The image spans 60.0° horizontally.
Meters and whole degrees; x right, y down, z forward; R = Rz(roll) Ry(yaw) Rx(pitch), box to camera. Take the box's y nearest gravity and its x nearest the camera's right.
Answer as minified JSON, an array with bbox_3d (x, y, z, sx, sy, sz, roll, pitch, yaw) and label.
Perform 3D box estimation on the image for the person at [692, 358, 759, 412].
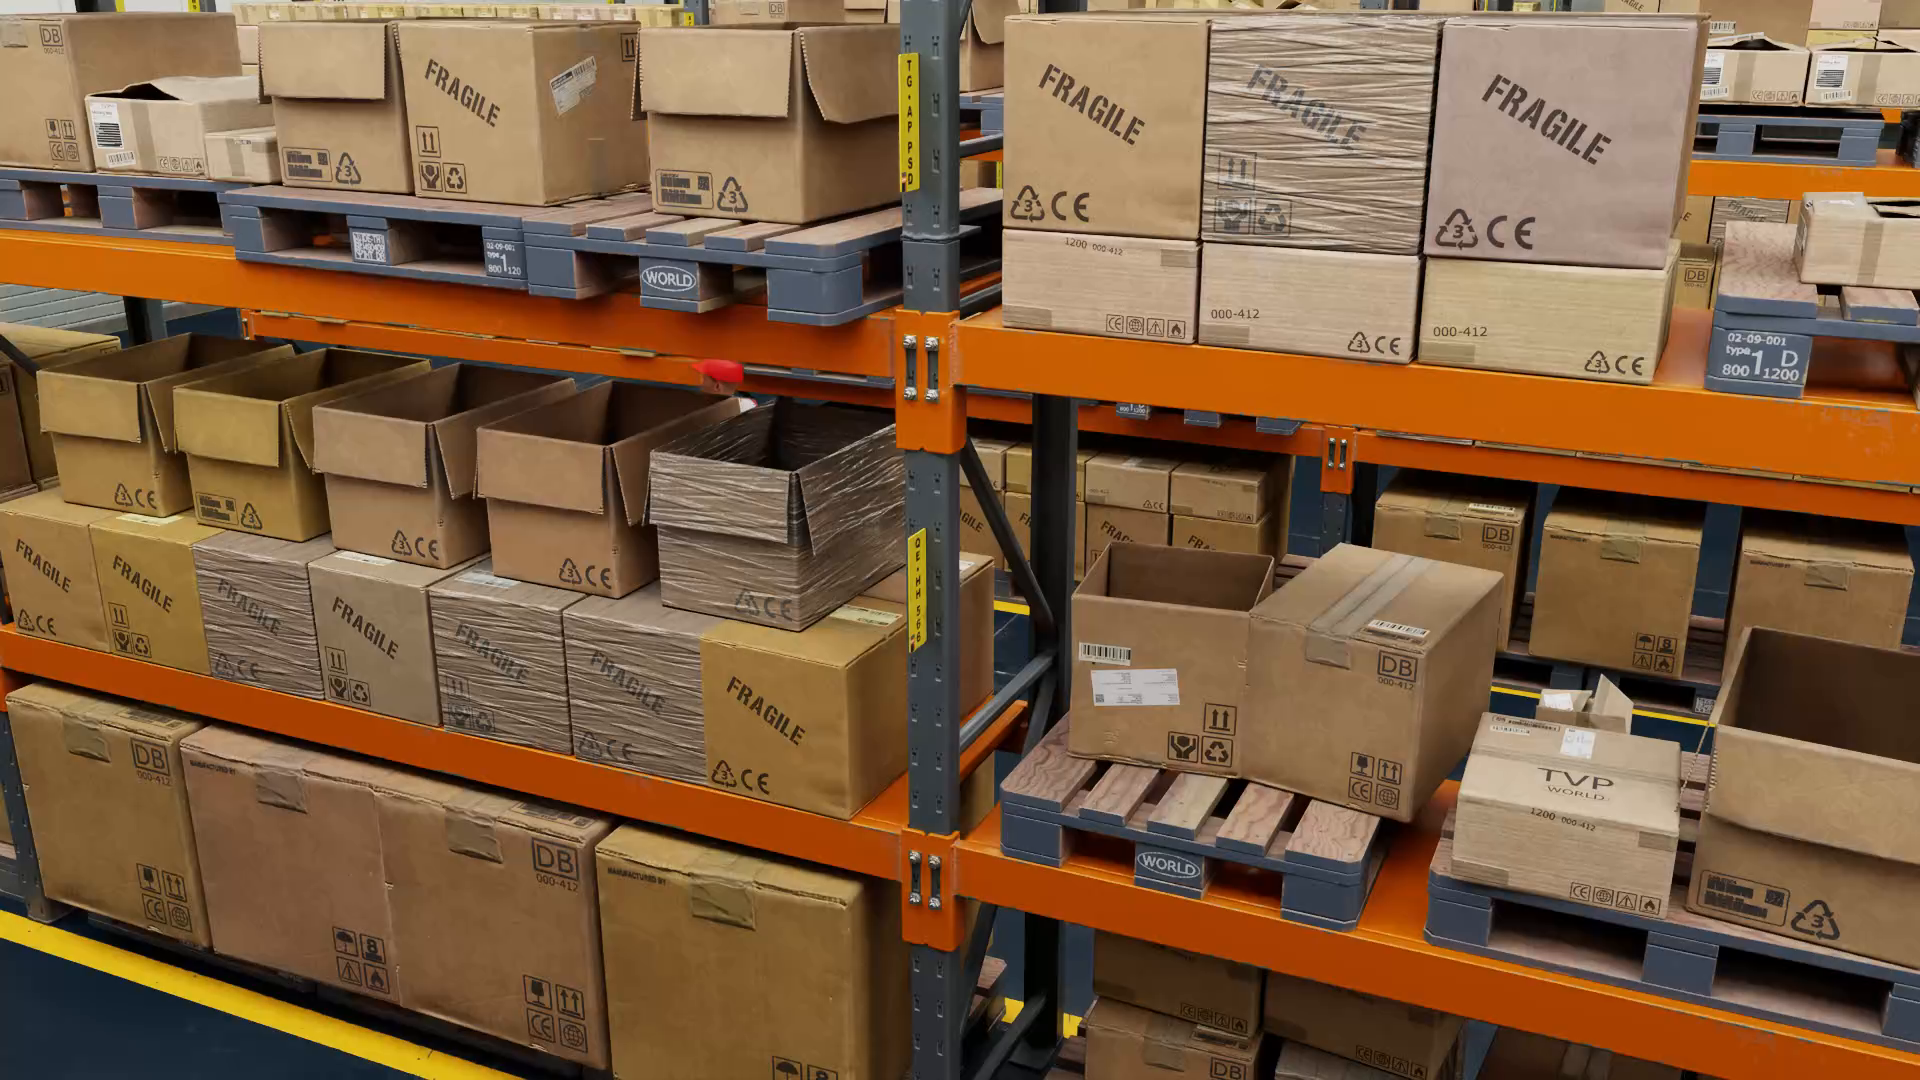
[{"bbox_3d":[-1.324,-0.158,8.990,0.554,1.786,0.495,8,20,22],"label":"person"}]
